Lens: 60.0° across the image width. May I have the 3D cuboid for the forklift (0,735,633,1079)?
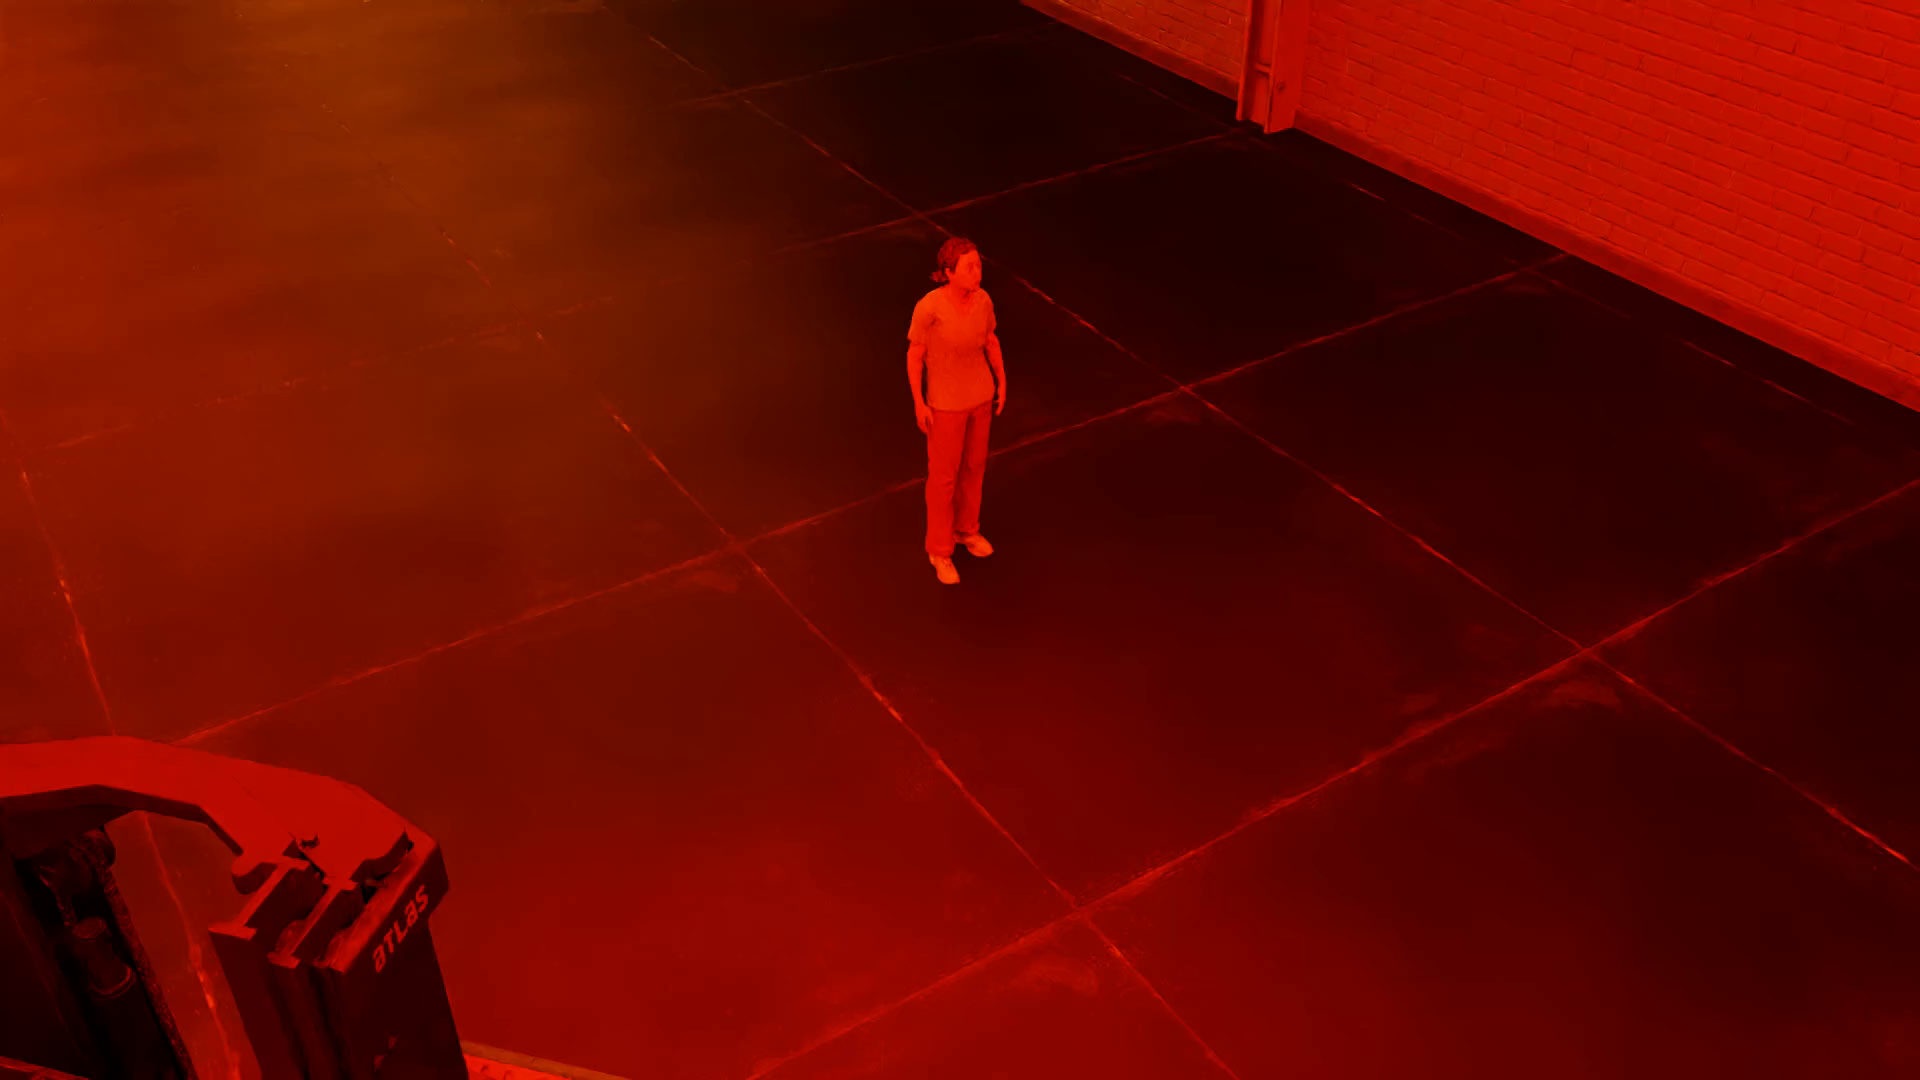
[{"bbox_3d":[-1.592,1.972,3.341,1.130,2.935,3.031,9,36,12],"label":"forklift"}]

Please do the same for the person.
[{"bbox_3d":[0.031,-0.652,8.156,0.554,1.674,0.548,-21,40,-27],"label":"person"}]
